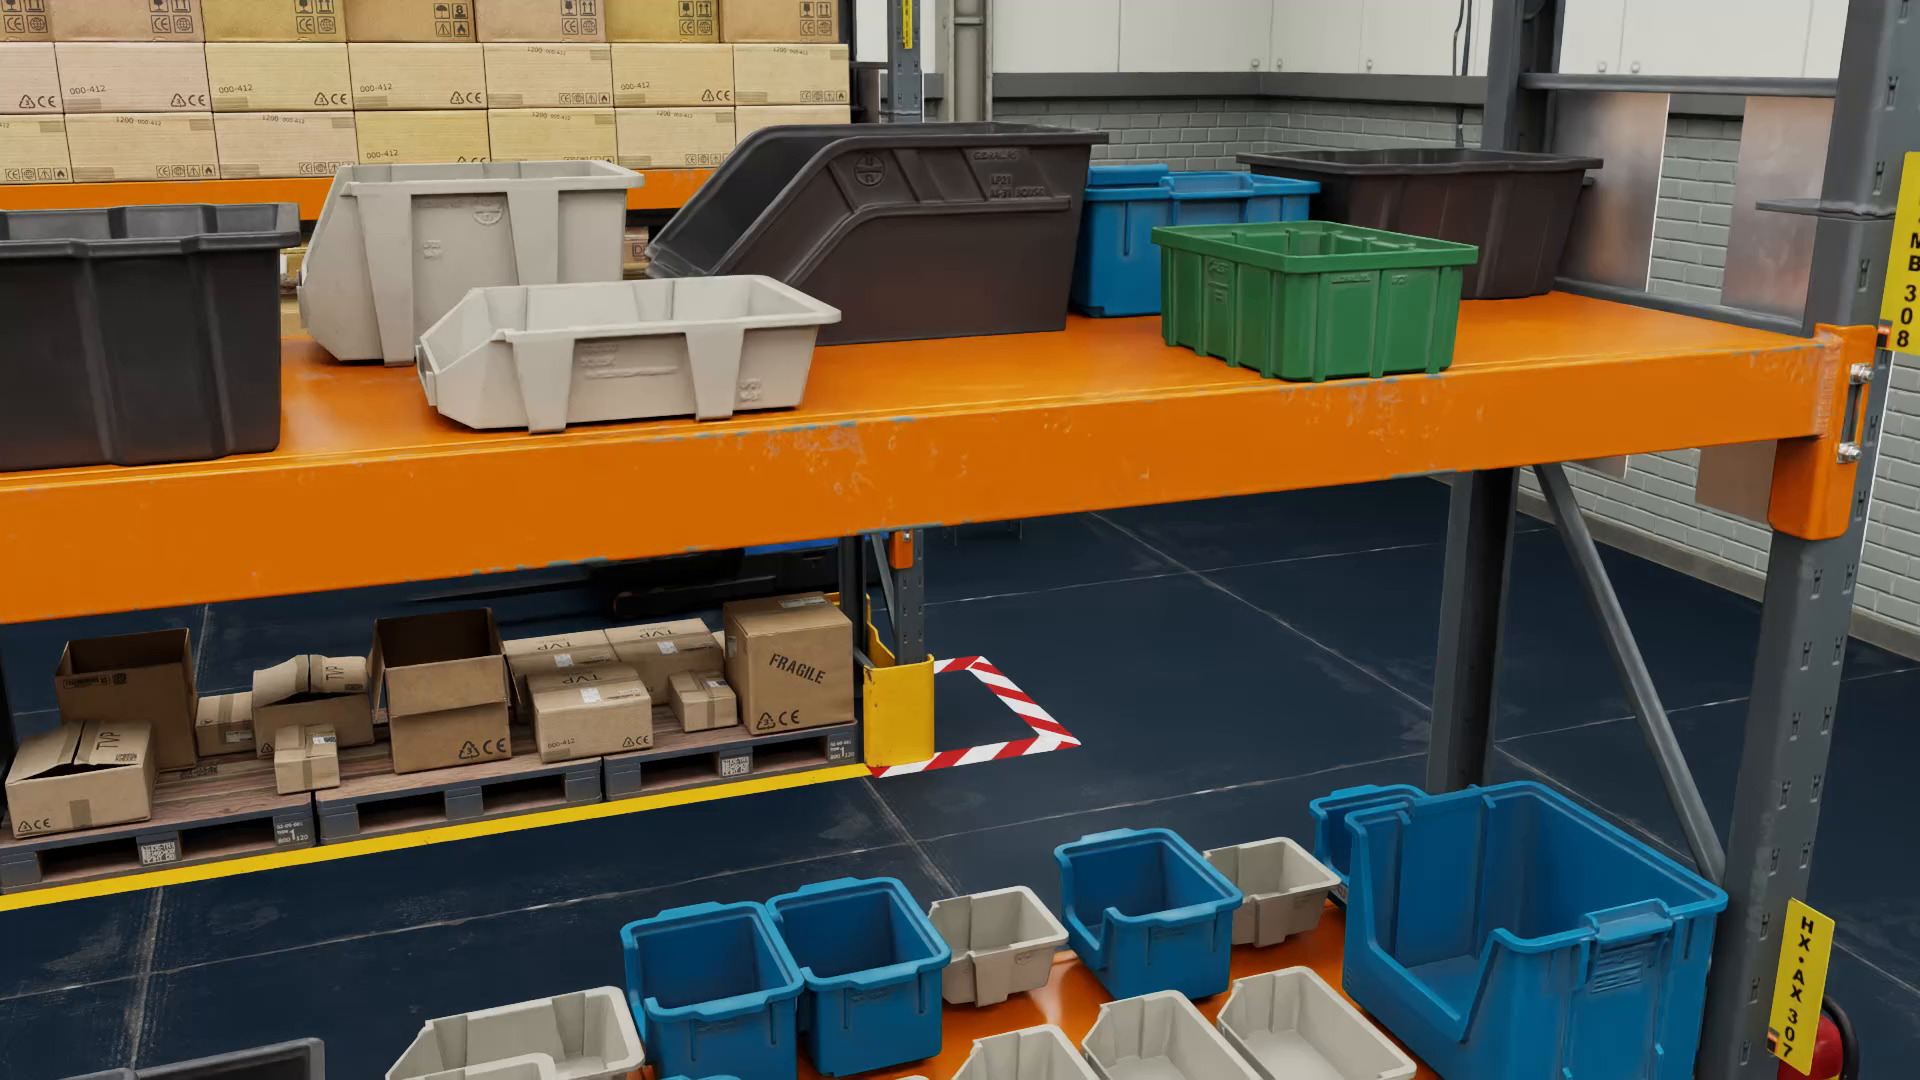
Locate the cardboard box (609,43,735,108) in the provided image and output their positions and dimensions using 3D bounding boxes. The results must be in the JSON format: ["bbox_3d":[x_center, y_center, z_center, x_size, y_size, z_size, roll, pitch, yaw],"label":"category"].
[{"bbox_3d":[-1.258,-1.967,7.026,0.500,0.250,0.500,-6,17,-20],"label":"cardboard box"}]

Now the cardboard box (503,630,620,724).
[{"bbox_3d":[-1.946,0.660,8.125,0.500,0.250,0.500,-6,17,-20],"label":"cardboard box"}]

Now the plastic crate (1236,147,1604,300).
[{"bbox_3d":[0.907,-0.636,3.349,0.590,0.269,0.497,-6,17,-20],"label":"plastic crate"}]

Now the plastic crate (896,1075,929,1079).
[{"bbox_3d":[-0.128,1.097,2.900,0.250,0.136,0.298,-6,17,-20],"label":"plastic crate"}]

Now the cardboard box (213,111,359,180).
[{"bbox_3d":[-2.660,-1.576,6.584,0.500,0.250,0.500,-6,17,-20],"label":"cardboard box"}]

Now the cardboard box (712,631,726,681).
[{"bbox_3d":[-1.151,0.597,8.491,0.250,0.166,0.380,-6,17,-20],"label":"cardboard box"}]

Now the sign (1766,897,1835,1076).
[{"bbox_3d":[1.578,0.840,3.126,0.005,0.325,0.100,-6,17,-20],"label":"sign"}]

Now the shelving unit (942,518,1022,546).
[{"bbox_3d":[0.155,-0.592,11.486,0.503,1.200,0.258,-6,17,-20],"label":"shelving unit"}]

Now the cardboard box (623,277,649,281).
[{"bbox_3d":[-1.192,-0.888,7.347,0.500,0.500,0.500,-6,17,-19],"label":"cardboard box"}]

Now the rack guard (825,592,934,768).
[{"bbox_3d":[-0.474,0.678,8.401,0.348,0.500,1.175,-6,17,-20],"label":"rack guard"}]

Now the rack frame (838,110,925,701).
[{"bbox_3d":[-0.403,-0.529,8.075,0.127,3.000,1.000,-6,17,-20],"label":"rack frame"}]

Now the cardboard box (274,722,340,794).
[{"bbox_3d":[-2.865,0.948,7.295,0.250,0.166,0.380,-6,17,-20],"label":"cardboard box"}]

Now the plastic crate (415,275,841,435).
[{"bbox_3d":[-0.475,-0.264,2.319,0.530,0.136,0.437,-6,17,-20],"label":"plastic crate"}]

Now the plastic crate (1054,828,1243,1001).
[{"bbox_3d":[0.403,0.831,3.635,0.300,0.233,0.416,-6,17,-20],"label":"plastic crate"}]

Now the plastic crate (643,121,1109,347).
[{"bbox_3d":[-0.159,-0.553,2.944,0.767,0.338,0.504,-6,17,-20],"label":"plastic crate"}]

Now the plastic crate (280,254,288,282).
[{"bbox_3d":[-1.318,-0.363,2.655,0.466,0.136,0.293,-6,17,-20],"label":"plastic crate"}]

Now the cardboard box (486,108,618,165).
[{"bbox_3d":[-1.722,-1.673,6.916,0.500,0.250,0.500,-6,17,-20],"label":"cardboard box"}]

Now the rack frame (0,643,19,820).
[{"bbox_3d":[-4.138,-0.125,6.702,0.127,3.000,1.000,-6,17,-20],"label":"rack frame"}]

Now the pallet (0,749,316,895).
[{"bbox_3d":[-3.497,1.144,7.330,1.213,0.211,1.003,-6,17,-20],"label":"pallet"}]

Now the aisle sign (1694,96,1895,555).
[{"bbox_3d":[1.538,-0.403,3.032,0.004,0.787,0.394,-6,17,-20],"label":"aisle sign"}]

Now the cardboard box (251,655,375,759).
[{"bbox_3d":[-3.007,0.746,7.726,0.500,0.311,0.500,-6,17,-20],"label":"cardboard box"}]

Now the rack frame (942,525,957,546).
[{"bbox_3d":[-0.073,-0.568,11.402,0.015,1.200,0.240,-6,17,-20],"label":"rack frame"}]

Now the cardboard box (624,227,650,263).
[{"bbox_3d":[-2.652,-1.922,12.286,0.700,0.700,0.980,-5,17,-18],"label":"cardboard box"}]

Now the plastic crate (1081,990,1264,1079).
[{"bbox_3d":[0.393,1.028,3.136,0.243,0.136,0.396,-6,17,-20],"label":"plastic crate"}]

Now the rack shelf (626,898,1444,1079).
[{"bbox_3d":[-0.502,1.322,3.051,4.000,0.370,1.077,-6,17,-20],"label":"rack shelf"}]

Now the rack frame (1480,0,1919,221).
[{"bbox_3d":[1.366,-2.104,2.791,0.127,3.000,1.000,-6,17,-20],"label":"rack frame"}]

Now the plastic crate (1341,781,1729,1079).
[{"bbox_3d":[1.120,0.812,3.340,0.499,0.435,0.616,-6,17,-20],"label":"plastic crate"}]

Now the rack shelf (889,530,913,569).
[{"bbox_3d":[-2.271,0.018,7.490,4.000,0.370,1.077,-6,17,-20],"label":"rack shelf"}]

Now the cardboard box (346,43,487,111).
[{"bbox_3d":[-2.191,-1.865,6.681,0.500,0.250,0.500,-6,17,-20],"label":"cardboard box"}]

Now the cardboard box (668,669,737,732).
[{"bbox_3d":[-1.233,0.756,7.947,0.250,0.166,0.380,-6,17,-20],"label":"cardboard box"}]

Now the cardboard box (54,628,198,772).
[{"bbox_3d":[-3.708,0.731,7.442,0.500,0.500,0.500,-6,17,-20],"label":"cardboard box"}]

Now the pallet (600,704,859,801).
[{"bbox_3d":[-1.218,0.898,8.167,1.213,0.211,1.003,-6,17,-20],"label":"pallet"}]

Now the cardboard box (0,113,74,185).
[{"bbox_3d":[-3.596,-1.477,6.246,0.500,0.250,0.500,-6,17,-20],"label":"cardboard box"}]

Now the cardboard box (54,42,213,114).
[{"bbox_3d":[-3.129,-1.767,6.348,0.500,0.250,0.500,-6,17,-20],"label":"cardboard box"}]

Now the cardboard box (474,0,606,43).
[{"bbox_3d":[-1.803,-2.333,6.943,0.500,0.500,0.700,-6,17,-20],"label":"cardboard box"}]

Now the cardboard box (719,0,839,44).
[{"bbox_3d":[-0.877,-2.440,7.307,0.500,0.500,0.700,-6,17,-20],"label":"cardboard box"}]

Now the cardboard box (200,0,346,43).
[{"bbox_3d":[-2.716,-2.217,6.547,0.500,0.500,0.700,-6,17,-20],"label":"cardboard box"}]

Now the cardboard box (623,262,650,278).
[{"bbox_3d":[-1.397,-1.026,7.818,0.500,0.500,0.500,-6,17,-20],"label":"cardboard box"}]

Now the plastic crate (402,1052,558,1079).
[{"bbox_3d":[-0.878,1.101,2.630,0.530,0.282,0.437,-6,17,-20],"label":"plastic crate"}]

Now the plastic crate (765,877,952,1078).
[{"bbox_3d":[-0.212,0.897,3.409,0.300,0.233,0.416,-6,17,-20],"label":"plastic crate"}]

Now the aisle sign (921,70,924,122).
[{"bbox_3d":[-0.230,-1.702,7.458,0.004,0.787,0.394,-6,17,-20],"label":"aisle sign"}]

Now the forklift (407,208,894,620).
[{"bbox_3d":[-1.935,-1.096,10.130,3.031,2.935,1.130,-7,18,-22],"label":"forklift"}]

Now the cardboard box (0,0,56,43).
[{"bbox_3d":[-3.698,-2.151,6.325,0.500,0.500,0.700,-6,17,-20],"label":"cardboard box"}]

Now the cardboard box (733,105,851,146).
[{"bbox_3d":[-0.789,-1.775,7.261,0.500,0.250,0.500,-6,17,-20],"label":"cardboard box"}]

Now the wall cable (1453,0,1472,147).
[{"bbox_3d":[3.230,-3.697,13.726,0.112,2.526,3.097,-6,17,-20],"label":"wall cable"}]

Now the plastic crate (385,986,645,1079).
[{"bbox_3d":[-0.851,1.021,3.158,0.466,0.136,0.293,-6,17,-20],"label":"plastic crate"}]

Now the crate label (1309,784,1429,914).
[{"bbox_3d":[1.017,0.765,3.861,0.303,0.233,0.416,-6,17,-20],"label":"crate label"}]
